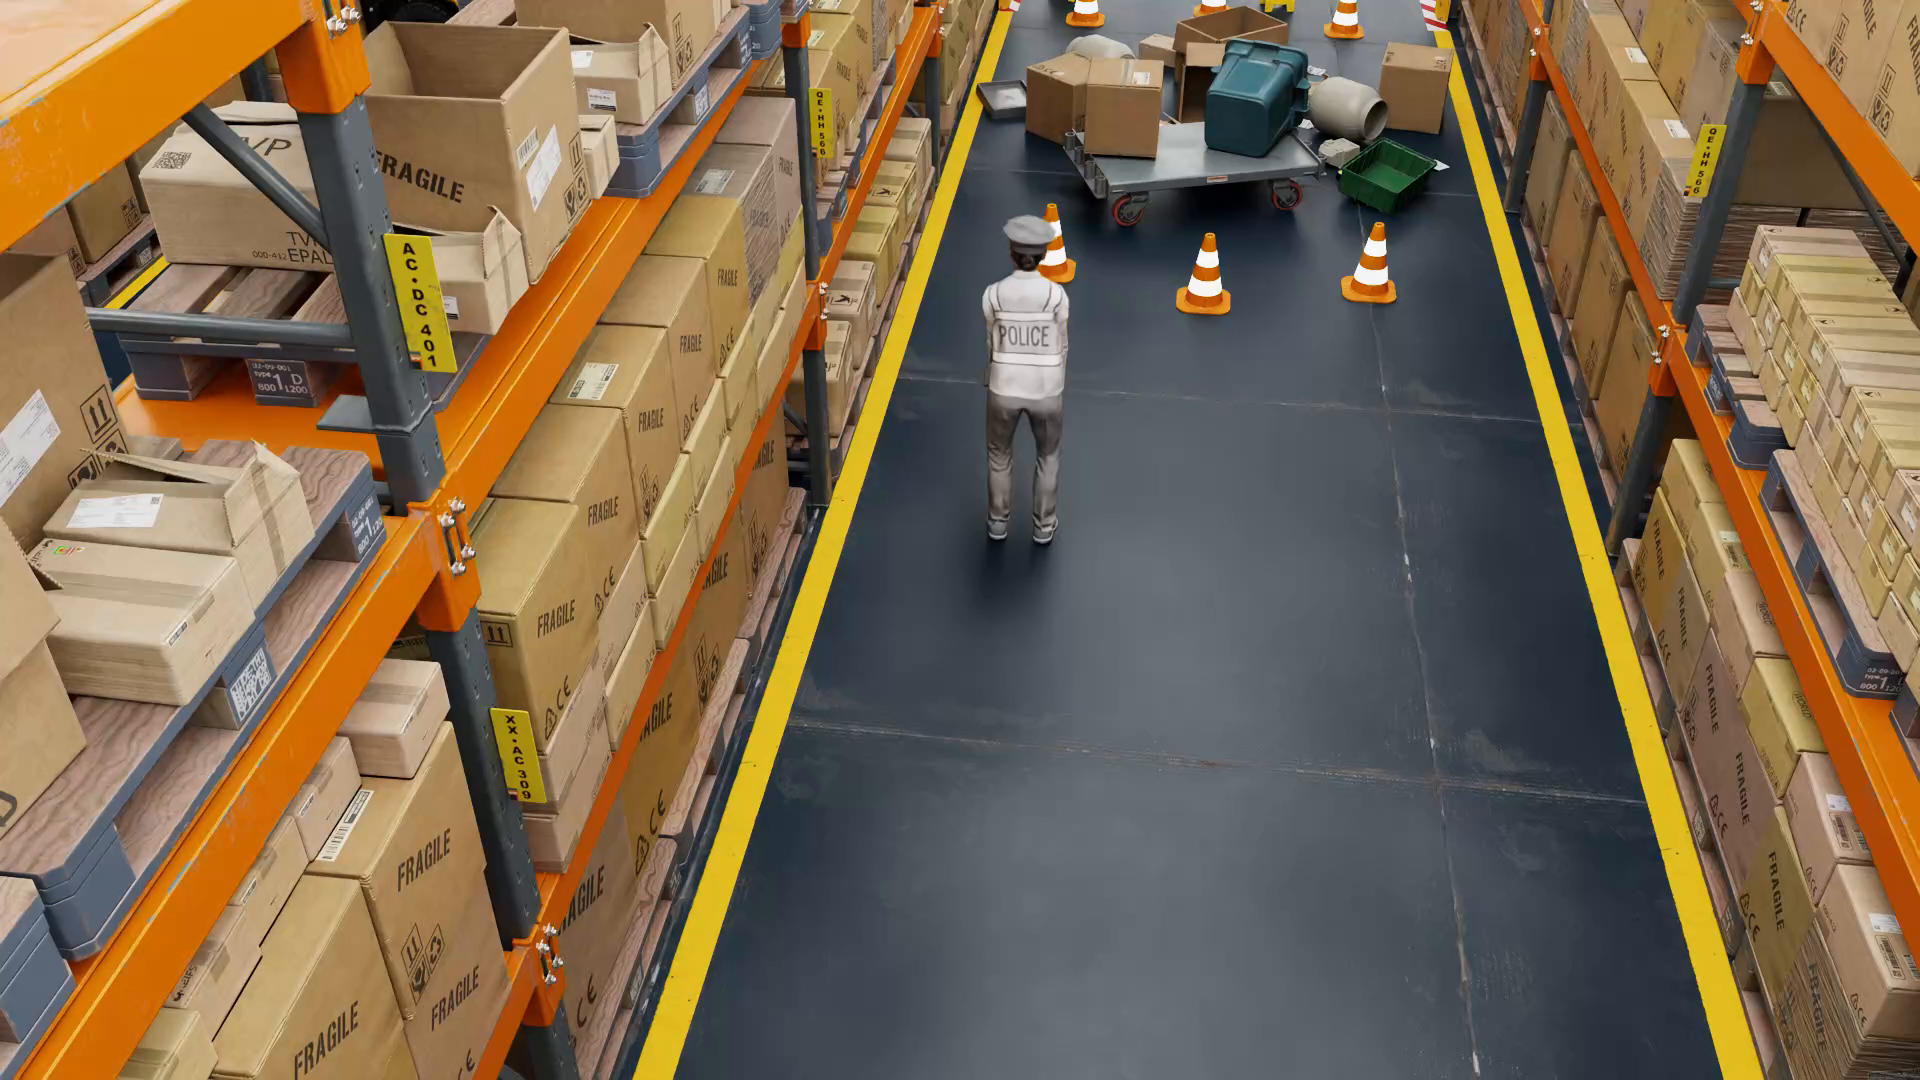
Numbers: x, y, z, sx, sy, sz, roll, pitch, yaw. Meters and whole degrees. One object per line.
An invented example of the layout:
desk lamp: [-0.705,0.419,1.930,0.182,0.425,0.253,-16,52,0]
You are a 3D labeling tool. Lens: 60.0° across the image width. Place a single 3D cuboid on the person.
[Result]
person: [0.311,-0.756,8.101,0.411,1.630,0.560,4,37,5]
